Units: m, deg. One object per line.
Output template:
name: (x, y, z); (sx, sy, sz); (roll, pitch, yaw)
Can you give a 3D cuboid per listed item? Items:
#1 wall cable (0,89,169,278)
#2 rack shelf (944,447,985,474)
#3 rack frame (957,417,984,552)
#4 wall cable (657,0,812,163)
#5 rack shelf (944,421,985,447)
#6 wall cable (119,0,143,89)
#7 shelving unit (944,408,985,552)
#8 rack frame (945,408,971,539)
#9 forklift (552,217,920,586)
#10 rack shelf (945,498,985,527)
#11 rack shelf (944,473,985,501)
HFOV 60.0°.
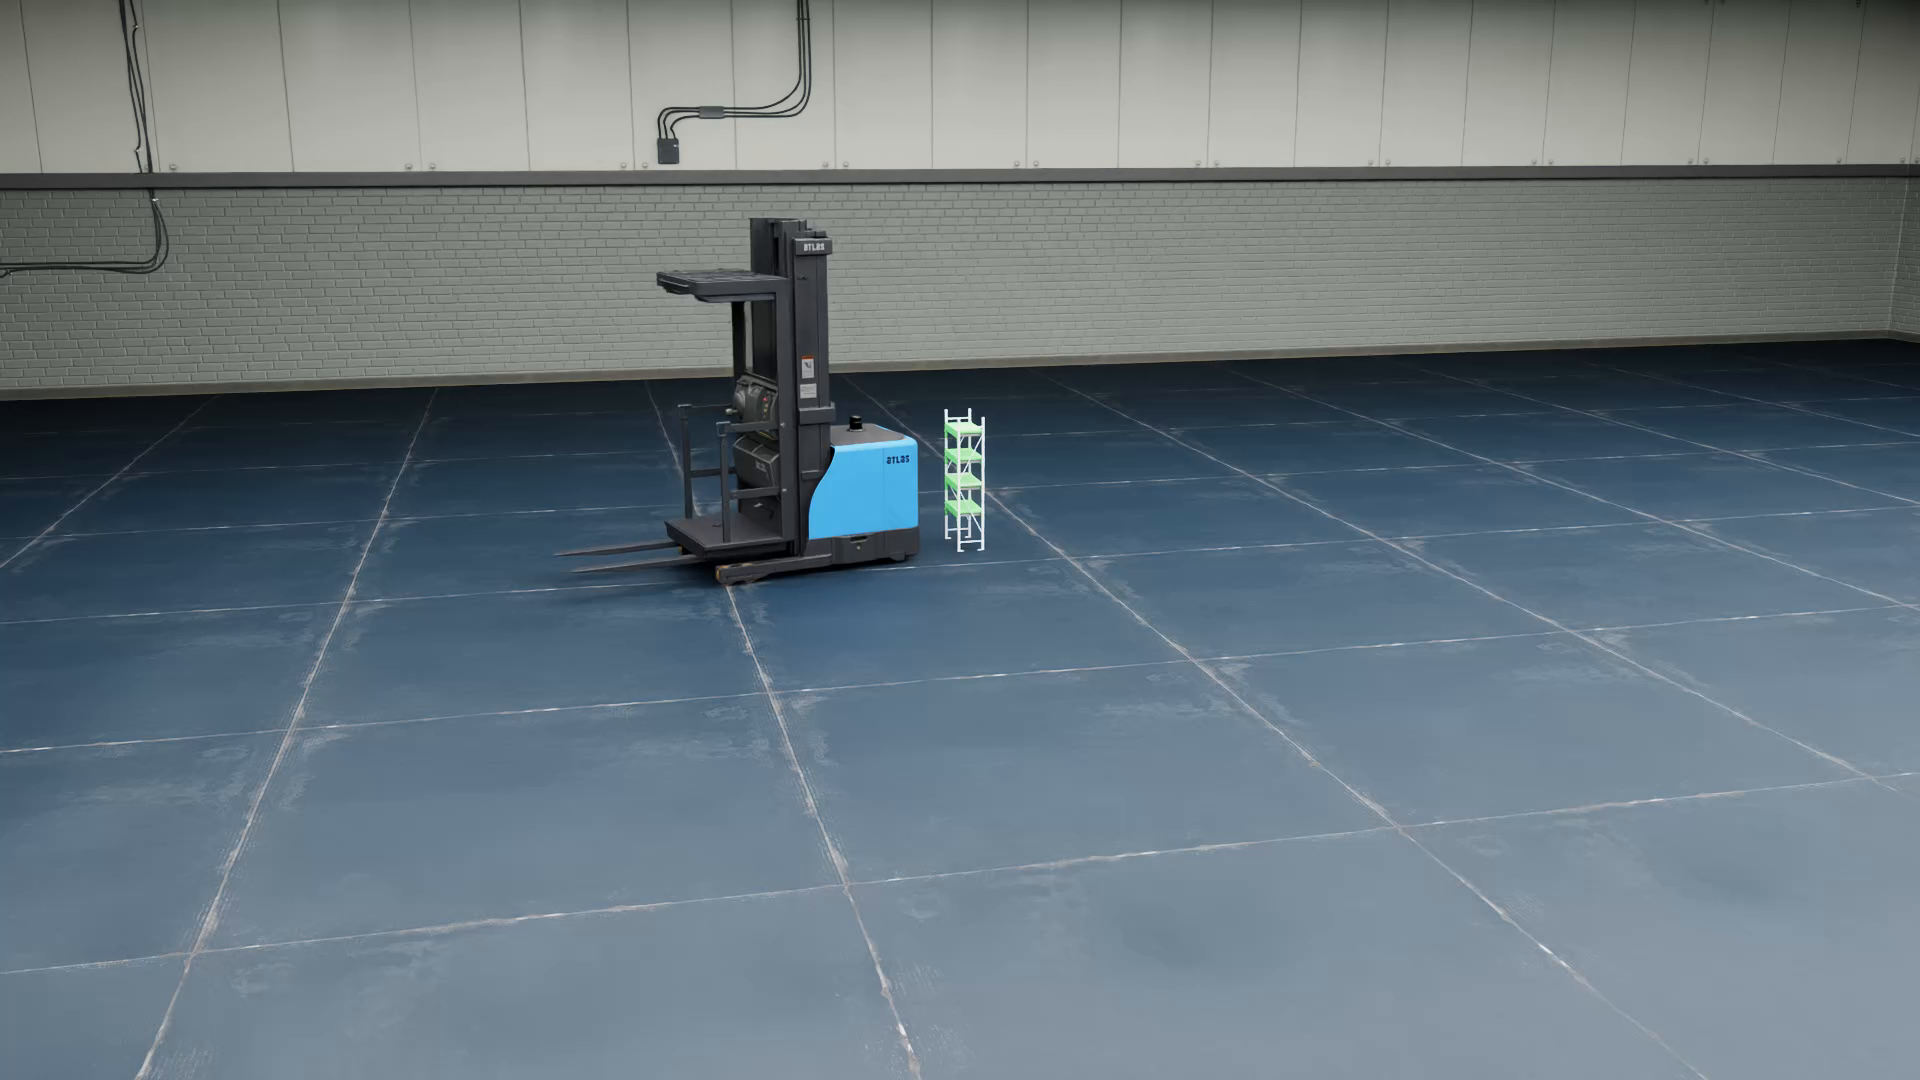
wall cable: (-12.554, -4.847, 22.670); (3.097, 2.526, 0.112); (-3, 14, -13)
rack shelf: (0.039, -0.716, 14.910); (0.258, 0.148, 0.480); (-3, 14, -13)
rack frame: (0.096, -0.488, 14.721); (0.240, 1.200, 0.015); (-3, 14, -13)
wall cable: (-3.322, -8.533, 24.049); (2.305, 6.003, 0.169); (-3, 14, -13)
rack shelf: (0.039, -0.949, 14.853); (0.258, 0.148, 0.480); (-3, 14, -13)
wall cable: (-9.924, -7.451, 22.688); (3.097, 2.526, 0.112); (-3, 14, -13)
shelving unit: (0.039, -0.545, 14.951); (0.258, 1.200, 0.503); (-3, 14, -13)
rack frame: (-0.018, -0.601, 15.182); (0.240, 1.200, 0.015); (-3, 14, -13)
forklift: (-1.903, -1.188, 13.936); (3.031, 2.935, 1.130); (-7, 15, -26)
rack shelf: (0.039, -0.249, 15.023); (0.258, 0.148, 0.480); (-3, 14, -13)
rack shelf: (0.039, -0.483, 14.966); (0.258, 0.148, 0.480); (-3, 14, -13)
